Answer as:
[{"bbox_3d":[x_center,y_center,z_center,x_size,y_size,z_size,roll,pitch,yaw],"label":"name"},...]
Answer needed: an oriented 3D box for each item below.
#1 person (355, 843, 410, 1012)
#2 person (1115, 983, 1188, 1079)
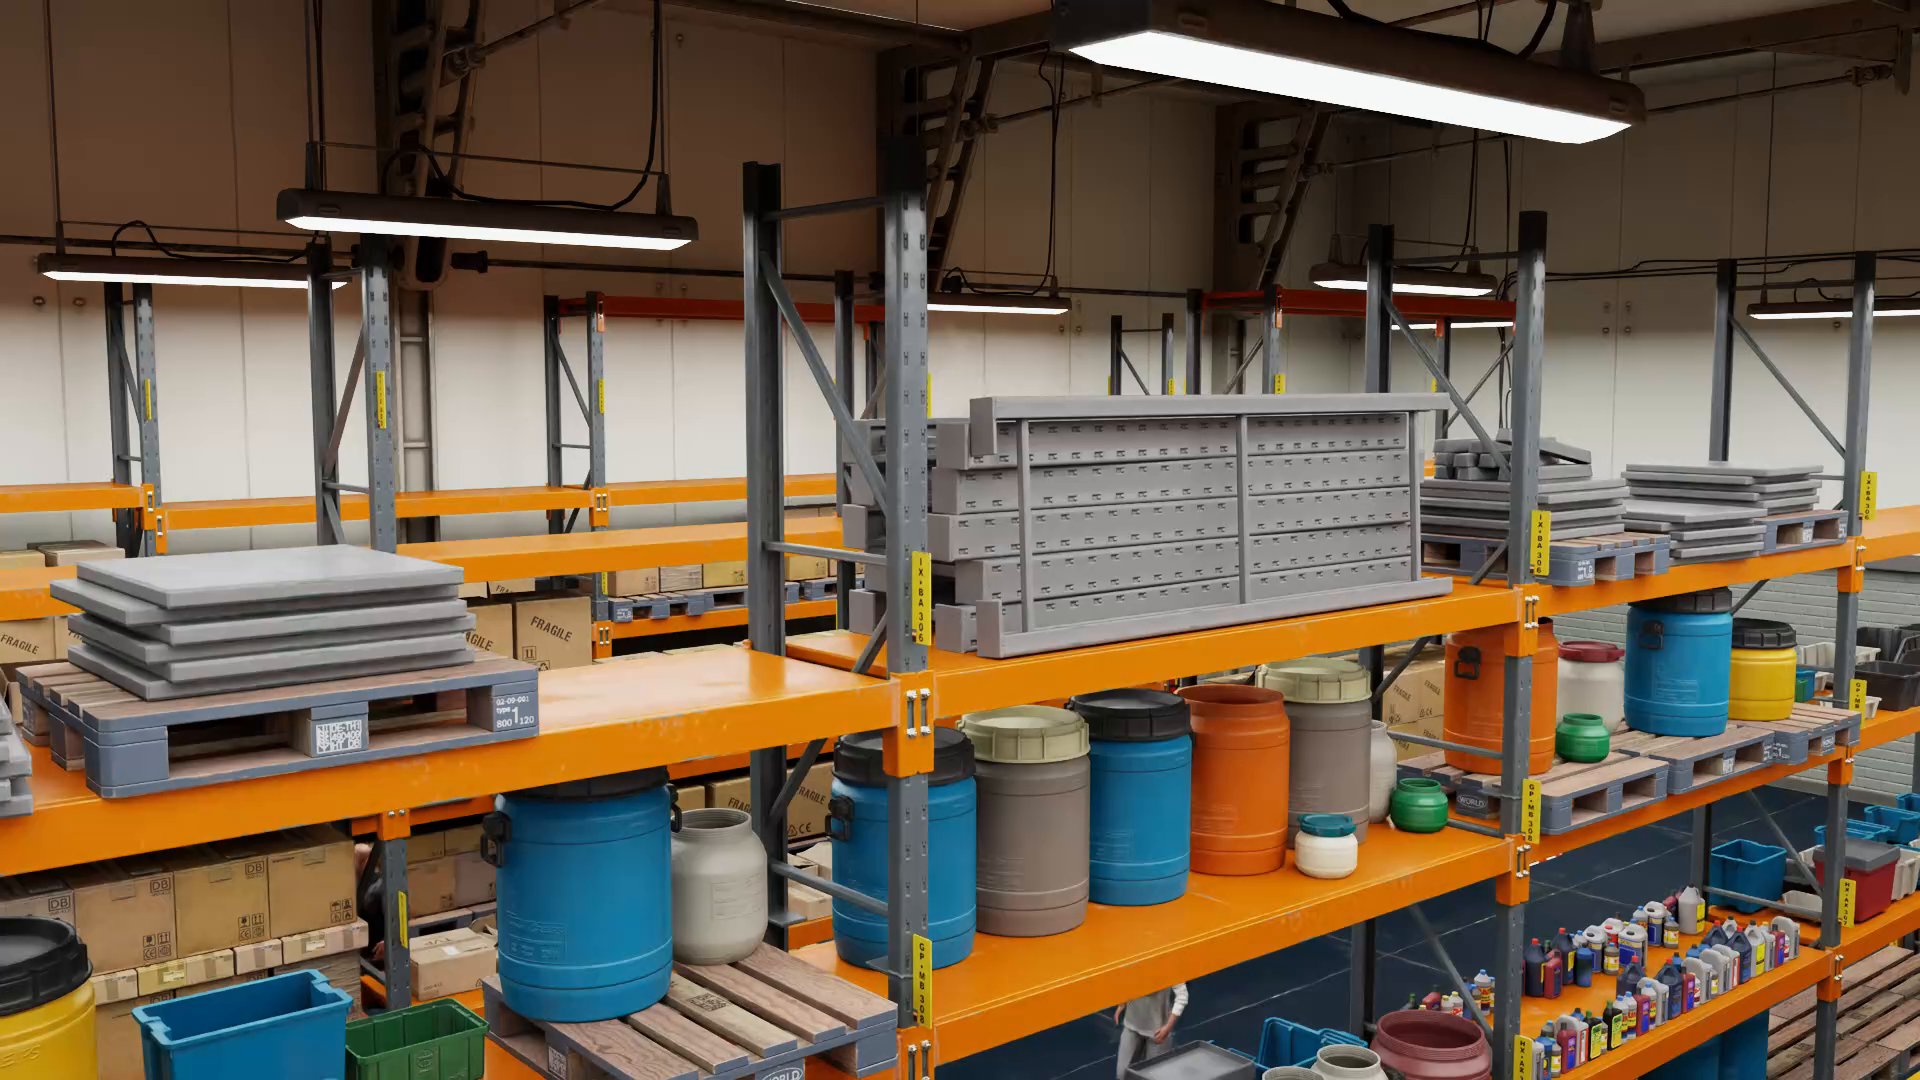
[{"bbox_3d":[-4.437,3.119,12.593,0.683,1.714,0.912,5,8,43],"label":"person"},{"bbox_3d":[1.314,3.322,11.345,0.556,1.558,0.672,5,7,42],"label":"person"}]
